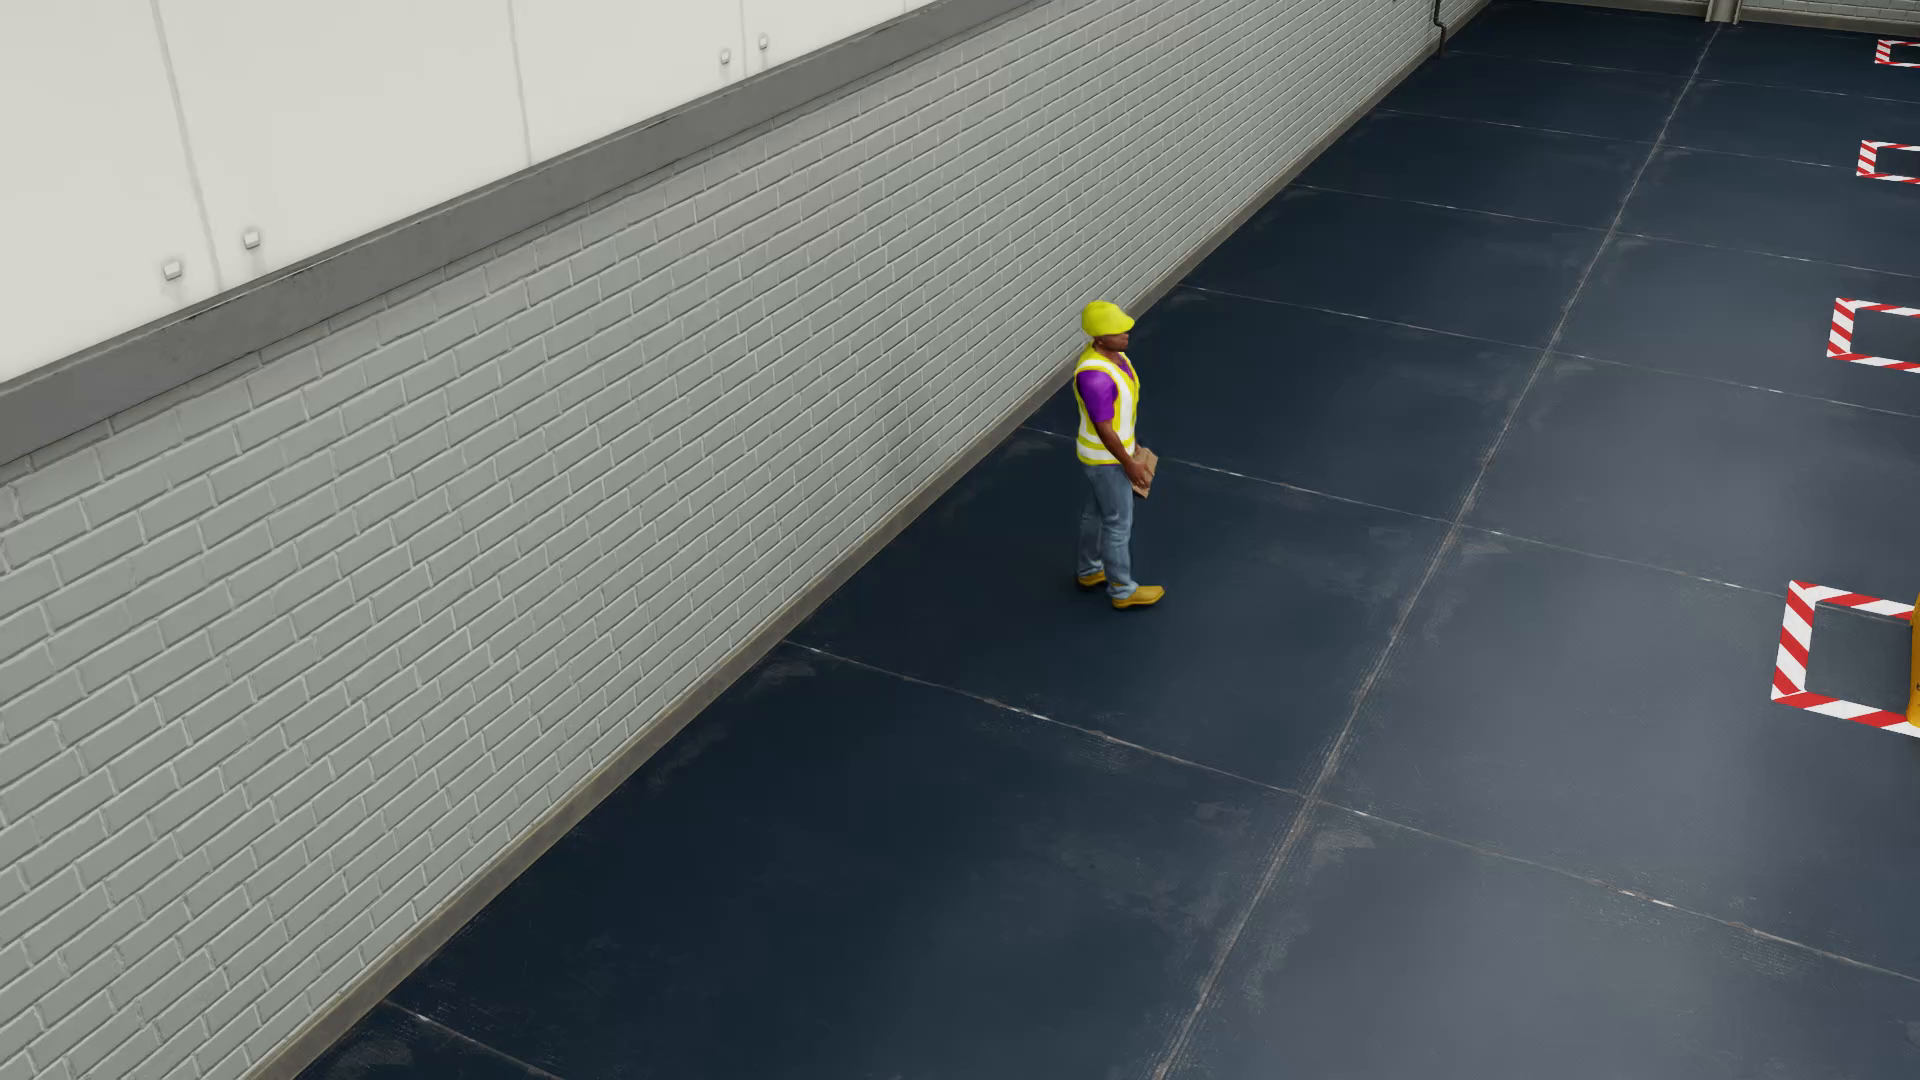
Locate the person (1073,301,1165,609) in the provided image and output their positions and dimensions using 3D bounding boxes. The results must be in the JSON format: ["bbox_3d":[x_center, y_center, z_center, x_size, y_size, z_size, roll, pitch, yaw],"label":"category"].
[{"bbox_3d":[0.885,-0.481,9.065,0.556,1.767,0.568,2,30,4],"label":"person"}]
